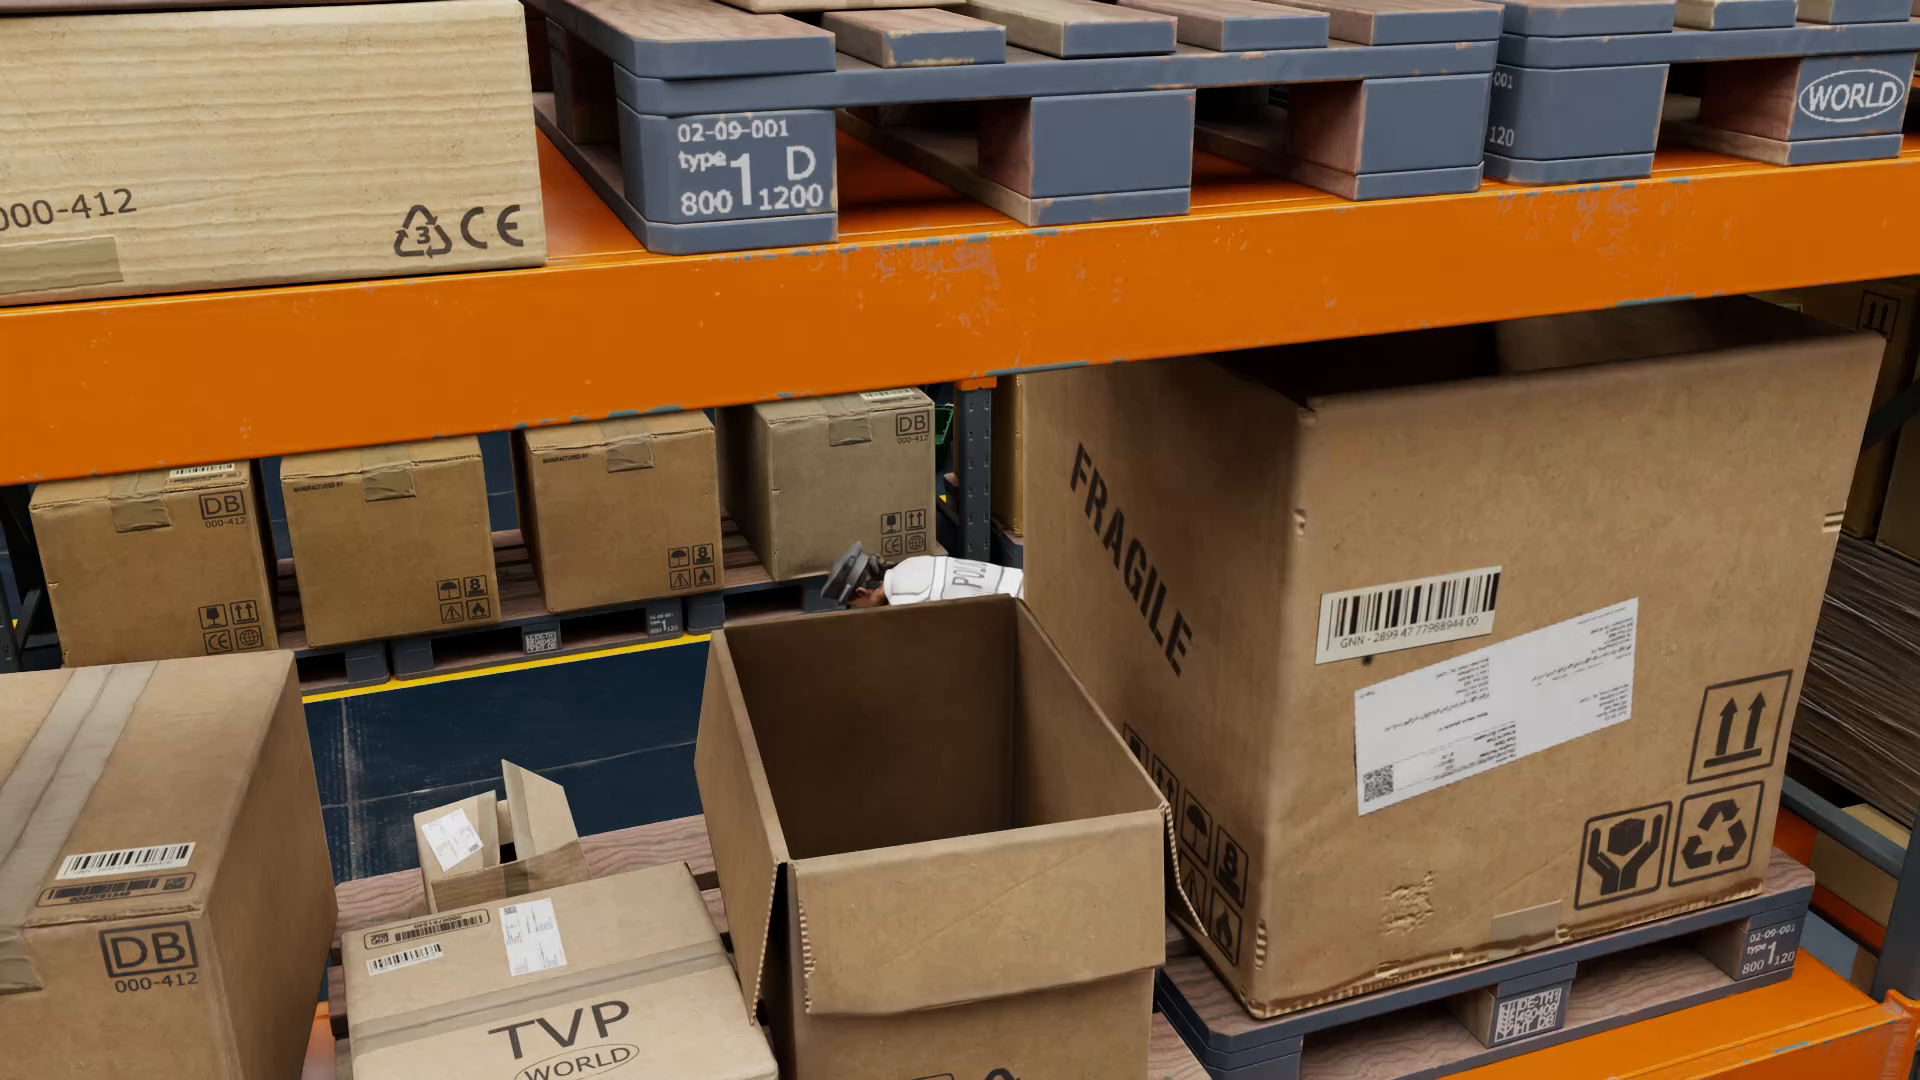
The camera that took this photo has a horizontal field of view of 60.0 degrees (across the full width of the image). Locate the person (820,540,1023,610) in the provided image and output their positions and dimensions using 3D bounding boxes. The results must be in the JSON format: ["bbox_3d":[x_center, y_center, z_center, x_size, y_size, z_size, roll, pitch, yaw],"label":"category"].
[{"bbox_3d":[-0.080,0.385,6.395,0.907,0.779,0.461,4,23,10],"label":"person"}]
